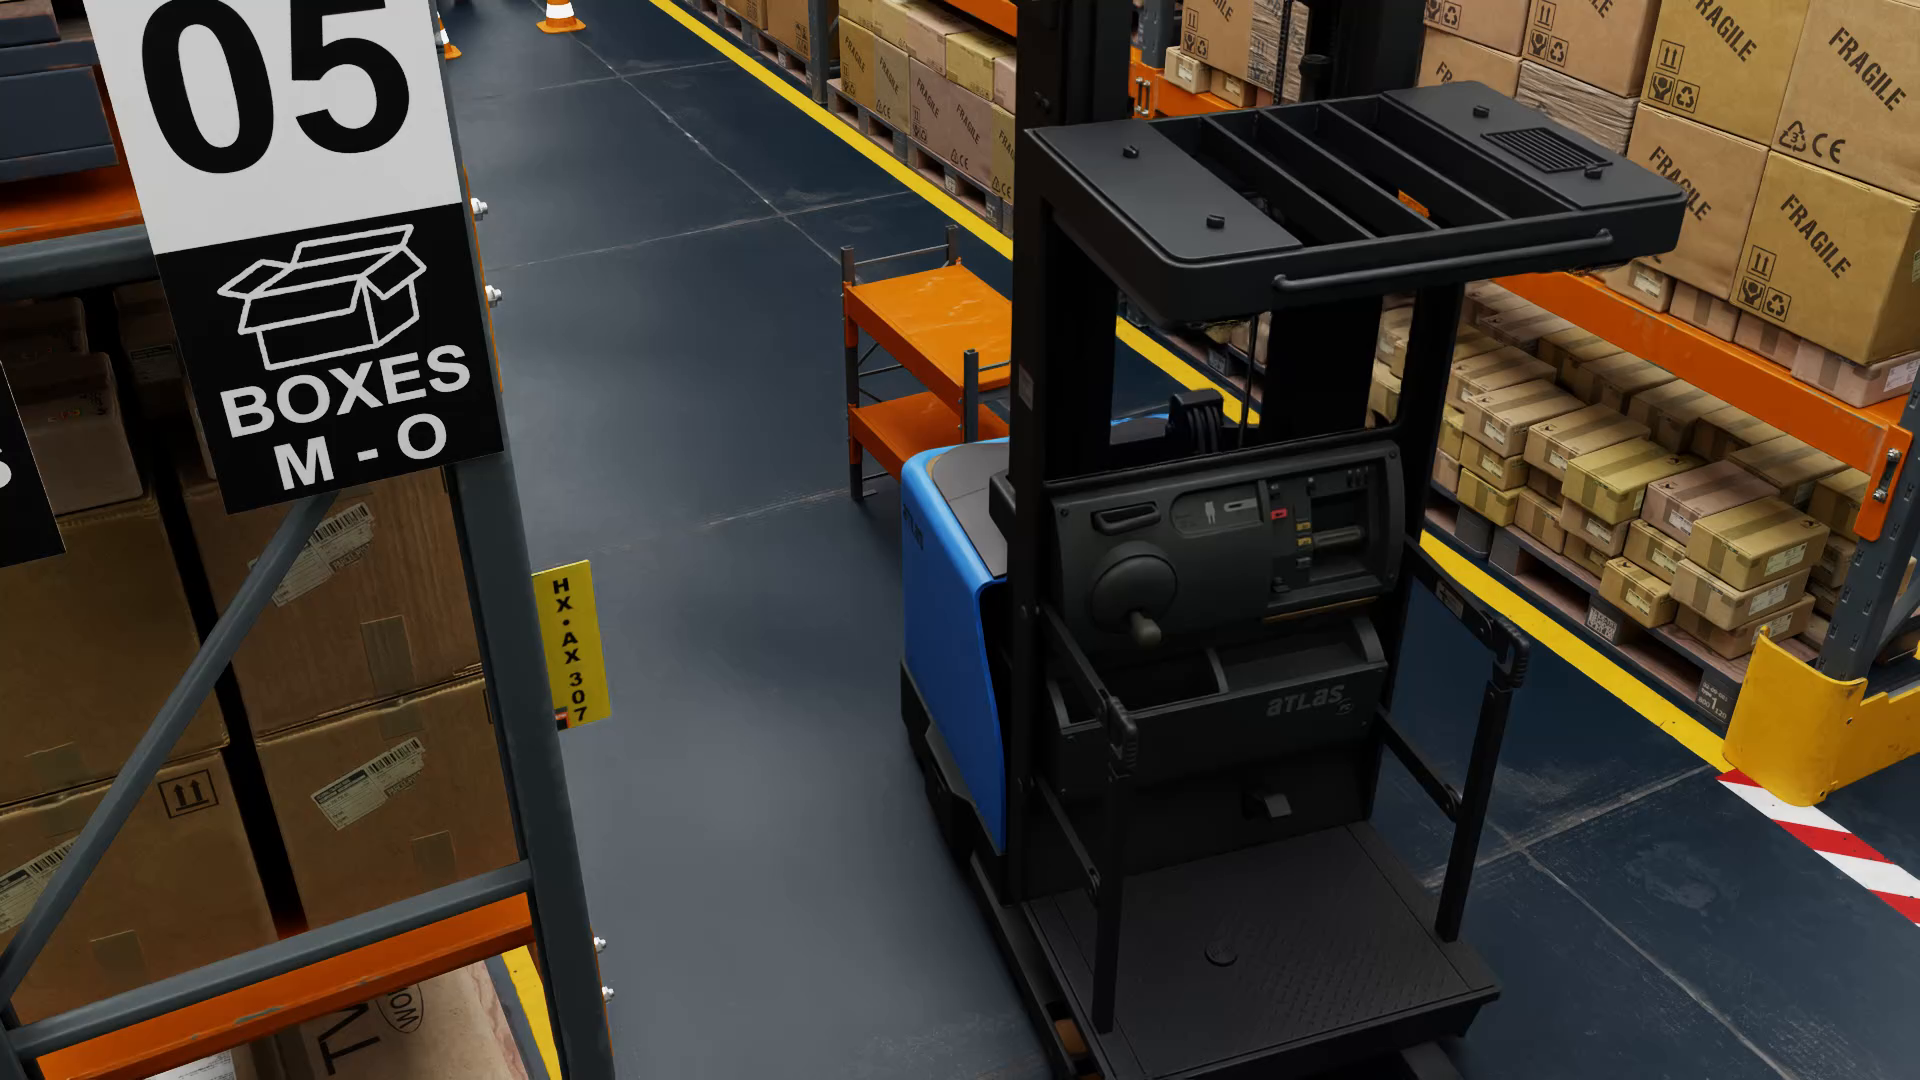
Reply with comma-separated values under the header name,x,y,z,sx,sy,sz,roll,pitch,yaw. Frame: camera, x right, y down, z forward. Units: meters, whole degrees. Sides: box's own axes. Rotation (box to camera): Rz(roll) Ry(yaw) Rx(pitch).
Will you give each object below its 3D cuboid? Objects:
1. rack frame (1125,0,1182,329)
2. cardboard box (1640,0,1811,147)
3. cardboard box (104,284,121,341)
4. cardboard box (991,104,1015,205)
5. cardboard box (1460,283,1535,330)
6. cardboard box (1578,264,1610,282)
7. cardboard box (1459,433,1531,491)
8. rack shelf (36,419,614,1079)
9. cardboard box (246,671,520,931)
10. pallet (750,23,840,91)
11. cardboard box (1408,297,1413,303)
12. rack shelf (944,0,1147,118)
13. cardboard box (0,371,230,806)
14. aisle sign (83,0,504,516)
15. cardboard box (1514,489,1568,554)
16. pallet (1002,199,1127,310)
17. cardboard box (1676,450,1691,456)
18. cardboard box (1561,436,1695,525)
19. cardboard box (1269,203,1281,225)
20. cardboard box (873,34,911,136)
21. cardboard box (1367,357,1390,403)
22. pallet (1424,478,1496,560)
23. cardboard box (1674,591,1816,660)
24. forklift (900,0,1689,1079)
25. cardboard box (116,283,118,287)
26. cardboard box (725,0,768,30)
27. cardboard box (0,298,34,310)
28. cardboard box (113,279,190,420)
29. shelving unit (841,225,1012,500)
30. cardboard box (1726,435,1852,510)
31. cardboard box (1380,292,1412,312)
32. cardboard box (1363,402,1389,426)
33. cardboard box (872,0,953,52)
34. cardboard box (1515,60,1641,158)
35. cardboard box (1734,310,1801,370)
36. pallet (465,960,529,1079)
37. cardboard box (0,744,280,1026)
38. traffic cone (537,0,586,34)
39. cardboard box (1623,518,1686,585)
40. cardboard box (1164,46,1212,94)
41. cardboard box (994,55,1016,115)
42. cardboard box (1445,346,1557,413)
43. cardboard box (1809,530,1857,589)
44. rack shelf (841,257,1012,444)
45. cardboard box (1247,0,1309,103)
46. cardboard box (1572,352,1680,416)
name,x,y,z,sx,sy,sz,roll,pitch,yaw
rack frame,1.317,-2.485,7.848,1.000,3.000,0.127,-16,36,-23
cardboard box,2.513,-1.562,5.113,0.500,0.500,0.500,-17,36,-25
cardboard box,-2.315,-0.636,3.942,0.500,0.500,0.500,-16,36,-23
cardboard box,0.511,-2.144,9.244,0.500,0.500,0.500,-17,36,-24
cardboard box,2.387,-1.004,7.238,0.380,0.149,0.250,-17,36,-25
cardboard box,2.331,-1.048,5.838,0.380,0.149,0.250,-18,37,-25
cardboard box,2.187,-0.349,6.492,0.380,0.149,0.250,-15,36,-22
rack shelf,-2.082,0.066,4.534,1.077,0.370,4.000,-16,36,-23
cardboard box,-1.119,0.374,3.293,0.500,0.500,0.500,-16,36,-23
pallet,-0.849,-3.615,12.197,1.003,0.211,1.213,-16,36,-23
cardboard box,2.189,-1.006,7.517,0.380,0.149,0.250,-15,36,-22
rack shelf,0.385,-3.137,9.532,1.077,0.370,4.000,-16,36,-23
cardboard box,-1.585,0.084,2.819,0.500,0.500,0.500,-15,35,-22
aisle sign,-0.859,-0.416,2.209,0.394,0.787,0.004,-16,36,-23
cardboard box,2.369,-0.111,6.396,0.380,0.149,0.250,-15,36,-23
pallet,0.953,-1.682,9.180,1.003,0.211,1.213,-16,36,-23
cardboard box,2.871,-0.382,6.543,0.380,0.149,0.250,-15,35,-22
cardboard box,2.412,-0.218,6.012,0.380,0.149,0.250,-17,36,-24
cardboard box,1.714,-1.608,8.181,0.380,0.149,0.250,-15,36,-22
cardboard box,-0.206,-2.878,10.389,0.500,0.500,0.500,-15,36,-23
cardboard box,1.838,-0.725,7.078,0.380,0.149,0.250,-16,36,-23
pallet,2.235,-0.416,7.204,1.003,0.211,1.213,-16,36,-23
cardboard box,2.752,0.249,5.835,0.380,0.149,0.250,-15,36,-22
forklift,0.742,0.070,3.923,1.130,2.935,3.031,-10,34,-15
cardboard box,-3.027,-0.944,5.350,0.500,0.500,0.500,-15,35,-22
cardboard box,-1.163,-4.353,12.460,1.050,0.750,0.750,-15,36,-22
cardboard box,-1.829,-0.357,2.906,0.380,0.149,0.250,-16,36,-24
cardboard box,-1.255,-0.365,2.919,0.380,0.149,0.250,-15,36,-22
shelving unit,0.003,-0.470,6.442,0.538,1.125,1.048,-16,36,-23
cardboard box,3.004,-0.240,6.046,0.380,0.149,0.250,-15,36,-22
cardboard box,1.720,-0.980,7.201,0.380,0.149,0.250,-15,36,-22
cardboard box,1.844,-0.598,7.156,0.380,0.149,0.250,-17,36,-24
cardboard box,-0.204,-3.202,10.200,0.500,0.250,0.500,-16,36,-24
cardboard box,2.265,-1.380,5.755,0.500,0.500,0.500,-16,36,-23
cardboard box,2.698,-0.683,5.268,0.380,0.149,0.250,-16,36,-23
pallet,-1.592,1.529,4.167,1.003,0.211,1.213,-16,36,-23
cardboard box,-1.609,0.511,3.079,0.500,0.500,0.500,-16,36,-23
traffic cone,-3.123,-4.215,12.900,0.336,0.463,0.334,-16,36,-23
cardboard box,2.610,0.004,5.941,0.380,0.149,0.250,-17,36,-24
cardboard box,1.160,-2.162,7.577,0.380,0.149,0.250,-15,35,-21
cardboard box,0.519,-2.466,9.051,0.500,0.250,0.500,-14,35,-21
cardboard box,2.148,-0.625,6.648,0.380,0.149,0.250,-17,36,-25
cardboard box,3.165,0.008,5.935,0.380,0.149,0.250,-14,35,-21
rack shelf,0.003,-0.717,6.284,0.538,0.278,1.000,-16,36,-23
cardboard box,1.562,-2.118,6.908,0.500,0.500,0.500,-16,36,-23
cardboard box,2.690,-0.625,6.646,0.380,0.149,0.250,-14,35,-21
